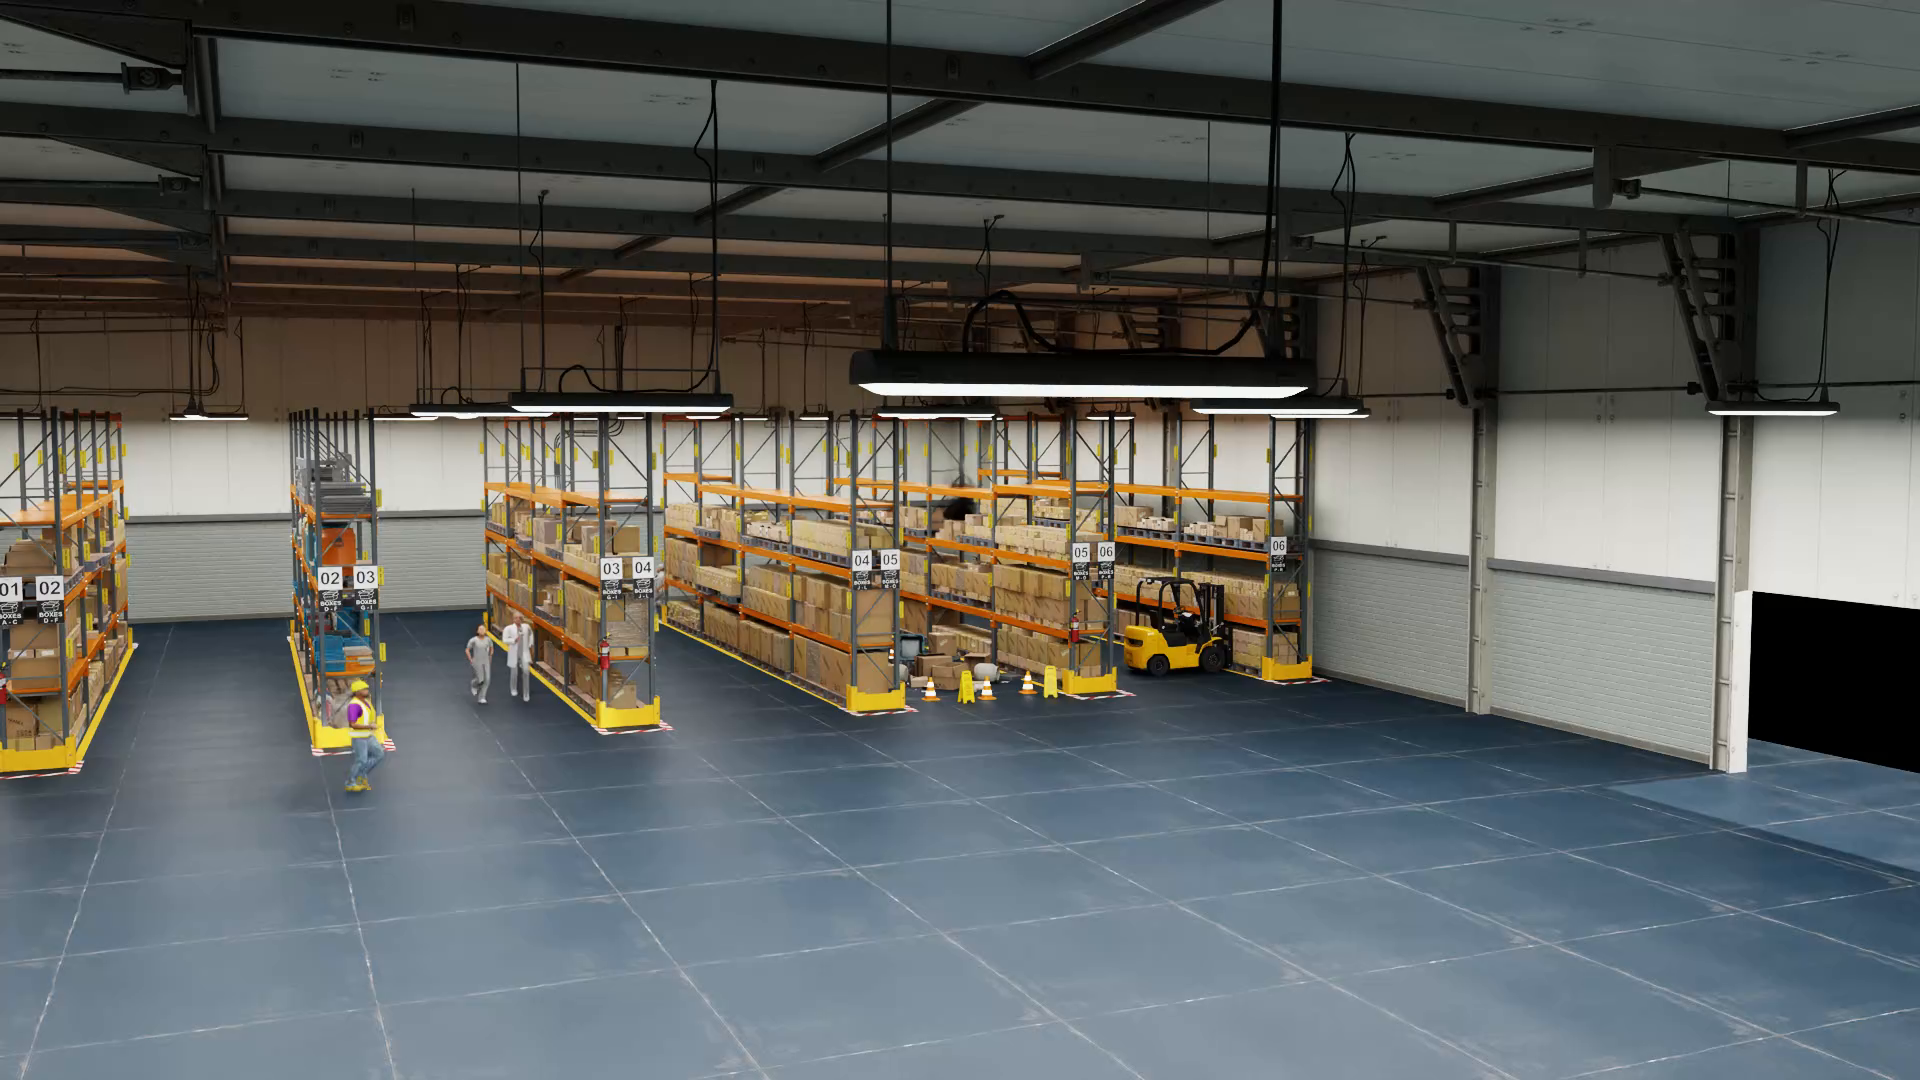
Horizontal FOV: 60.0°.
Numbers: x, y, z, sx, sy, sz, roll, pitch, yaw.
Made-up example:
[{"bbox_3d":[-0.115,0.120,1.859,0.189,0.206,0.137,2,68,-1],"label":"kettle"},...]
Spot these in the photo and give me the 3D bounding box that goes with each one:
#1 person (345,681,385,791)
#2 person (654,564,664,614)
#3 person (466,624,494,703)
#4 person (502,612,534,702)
[{"bbox_3d":[-9.232,3.042,25.771,0.657,1.746,0.661,0,4,3],"label":"person"},{"bbox_3d":[-8.953,1.489,49.121,0.552,1.583,0.685,-1,4,-13],"label":"person"},{"bbox_3d":[-9.825,2.530,34.121,0.567,1.623,0.568,-3,5,-35],"label":"person"},{"bbox_3d":[-9.149,2.418,34.474,0.677,1.844,0.830,-2,4,-23],"label":"person"}]
